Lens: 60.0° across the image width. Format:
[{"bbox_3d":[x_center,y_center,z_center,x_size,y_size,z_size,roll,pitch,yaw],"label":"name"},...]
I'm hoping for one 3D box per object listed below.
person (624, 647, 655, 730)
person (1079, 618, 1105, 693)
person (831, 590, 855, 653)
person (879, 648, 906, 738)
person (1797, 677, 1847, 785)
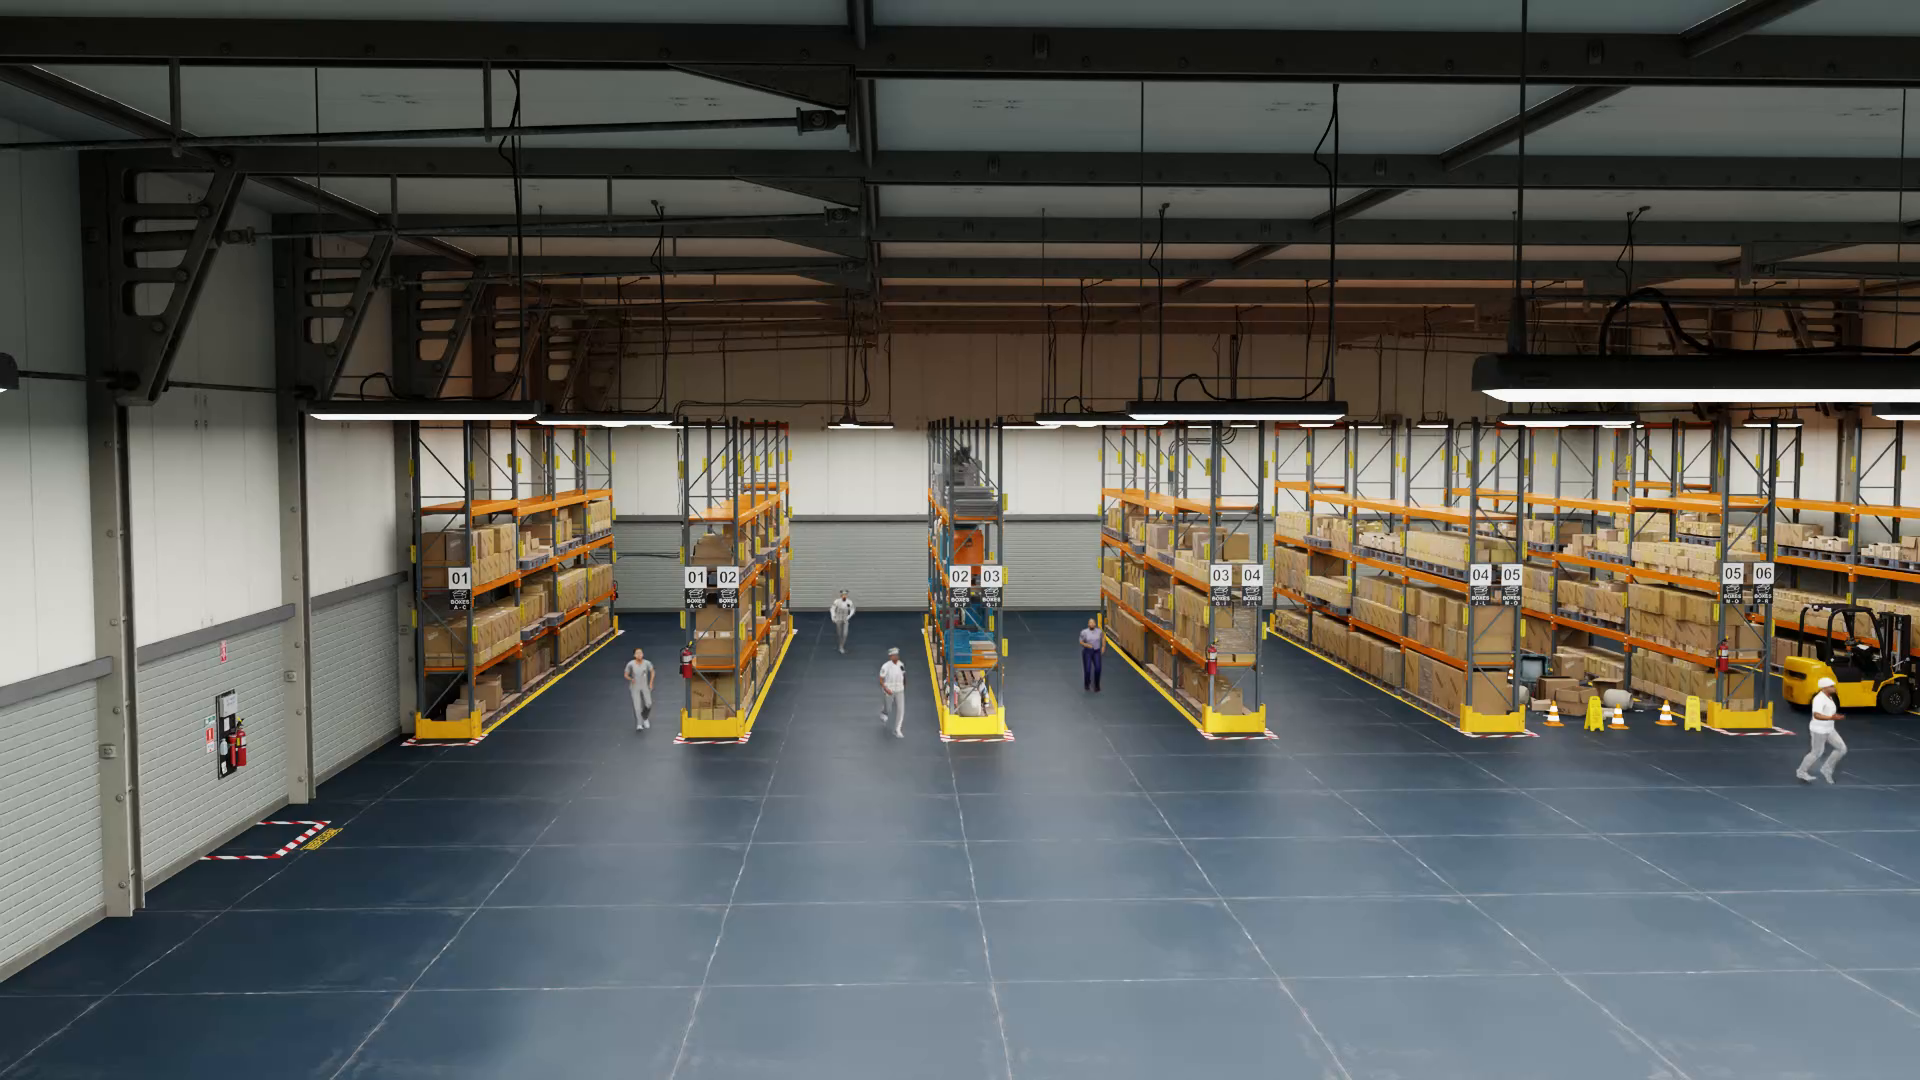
[{"bbox_3d":[-6.090,2.839,31.645,0.592,1.611,0.641,-1,4,-17],"label":"person"},{"bbox_3d":[2.908,2.552,36.458,0.619,1.680,0.691,0,4,-5],"label":"person"},{"bbox_3d":[-3.055,2.090,43.295,0.618,1.639,0.645,0,4,-7],"label":"person"},{"bbox_3d":[-1.259,2.862,31.474,0.569,1.682,0.863,-1,4,-18],"label":"person"},{"bbox_3d":[13.950,3.096,26.914,0.680,1.768,0.751,-3,5,-41],"label":"person"}]
